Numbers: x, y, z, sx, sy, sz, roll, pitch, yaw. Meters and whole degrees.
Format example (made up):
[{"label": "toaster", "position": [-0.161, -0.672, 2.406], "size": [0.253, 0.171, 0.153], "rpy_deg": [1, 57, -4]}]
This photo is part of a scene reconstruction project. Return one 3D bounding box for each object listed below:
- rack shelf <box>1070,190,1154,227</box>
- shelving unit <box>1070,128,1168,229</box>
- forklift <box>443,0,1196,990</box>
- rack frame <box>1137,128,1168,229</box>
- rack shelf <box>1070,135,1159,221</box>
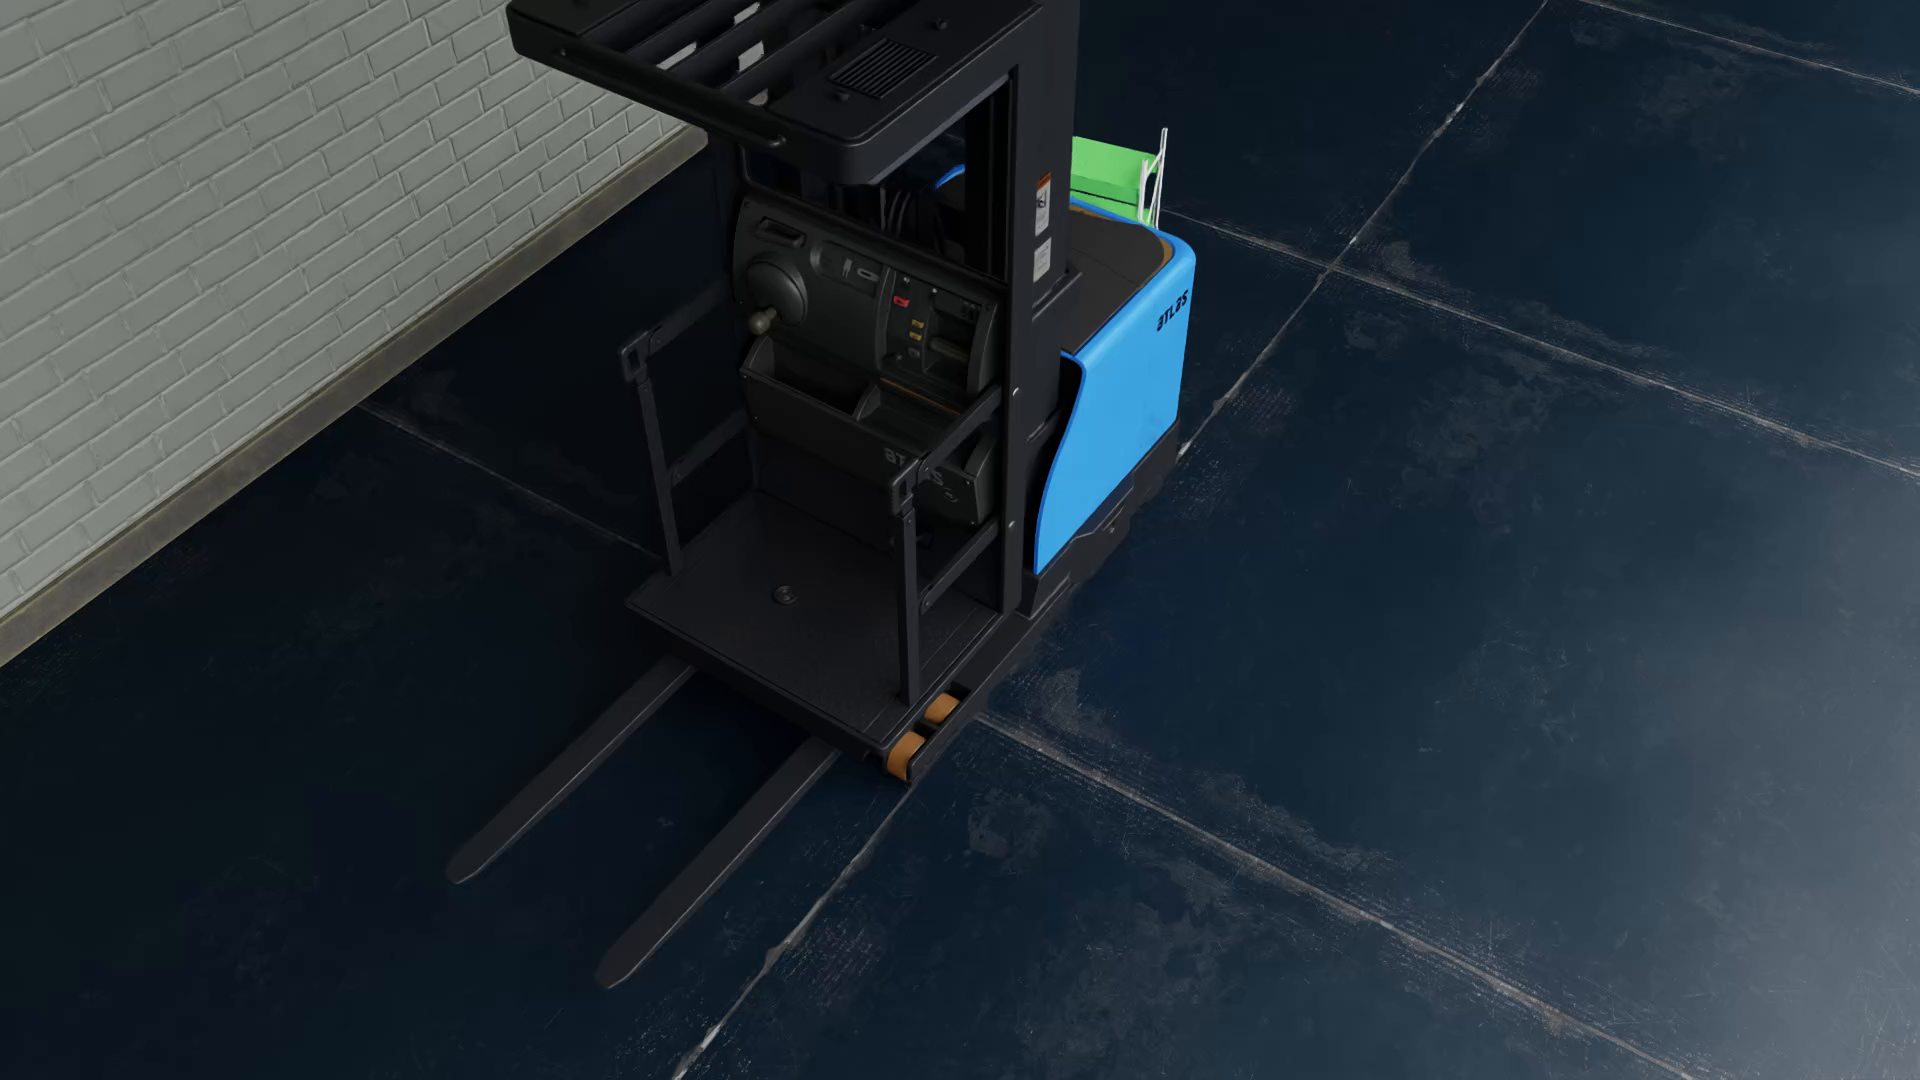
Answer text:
[{"label": "rack shelf", "position": [0.474, -1.190, 6.324], "size": [0.480, 0.148, 0.258], "rpy_deg": [17, 48, 16]}, {"label": "shelving unit", "position": [0.474, -1.067, 6.450], "size": [0.503, 1.200, 0.258], "rpy_deg": [17, 48, 16]}, {"label": "forklift", "position": [-0.415, -0.623, 4.812], "size": [1.130, 2.935, 3.031], "rpy_deg": [26, 51, 23]}, {"label": "rack frame", "position": [0.698, -0.997, 6.382], "size": [0.015, 1.200, 0.240], "rpy_deg": [17, 48, 16]}, {"label": "rack shelf", "position": [0.474, -1.357, 6.152], "size": [0.480, 0.148, 0.258], "rpy_deg": [17, 48, 16]}]
